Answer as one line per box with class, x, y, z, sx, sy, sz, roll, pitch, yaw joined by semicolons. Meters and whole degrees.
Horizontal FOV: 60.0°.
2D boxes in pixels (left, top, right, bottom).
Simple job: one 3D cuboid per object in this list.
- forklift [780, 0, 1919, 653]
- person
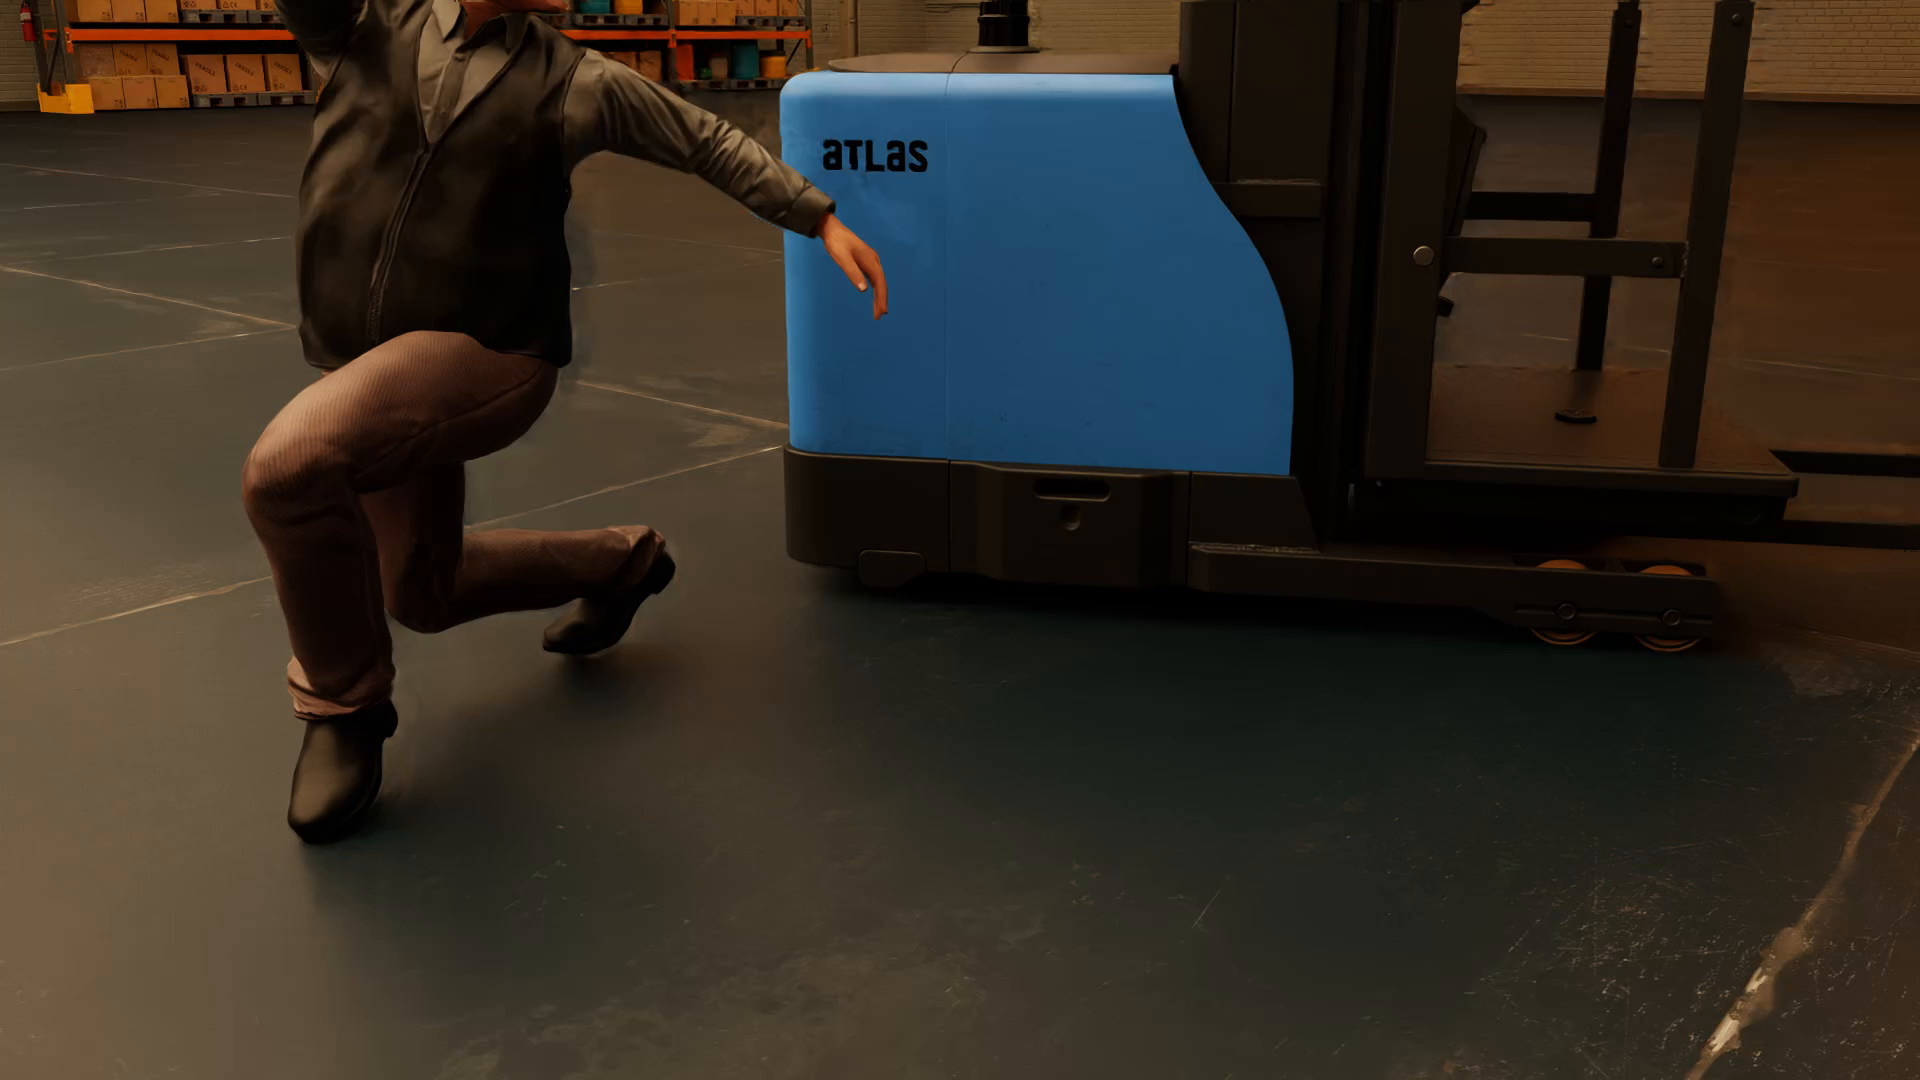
forklift;1.192;-1.352;3.351;3.031;2.935;1.130;3;17;10
person;-0.647;-0.351;2.639;0.887;1.426;0.972;5;18;16
